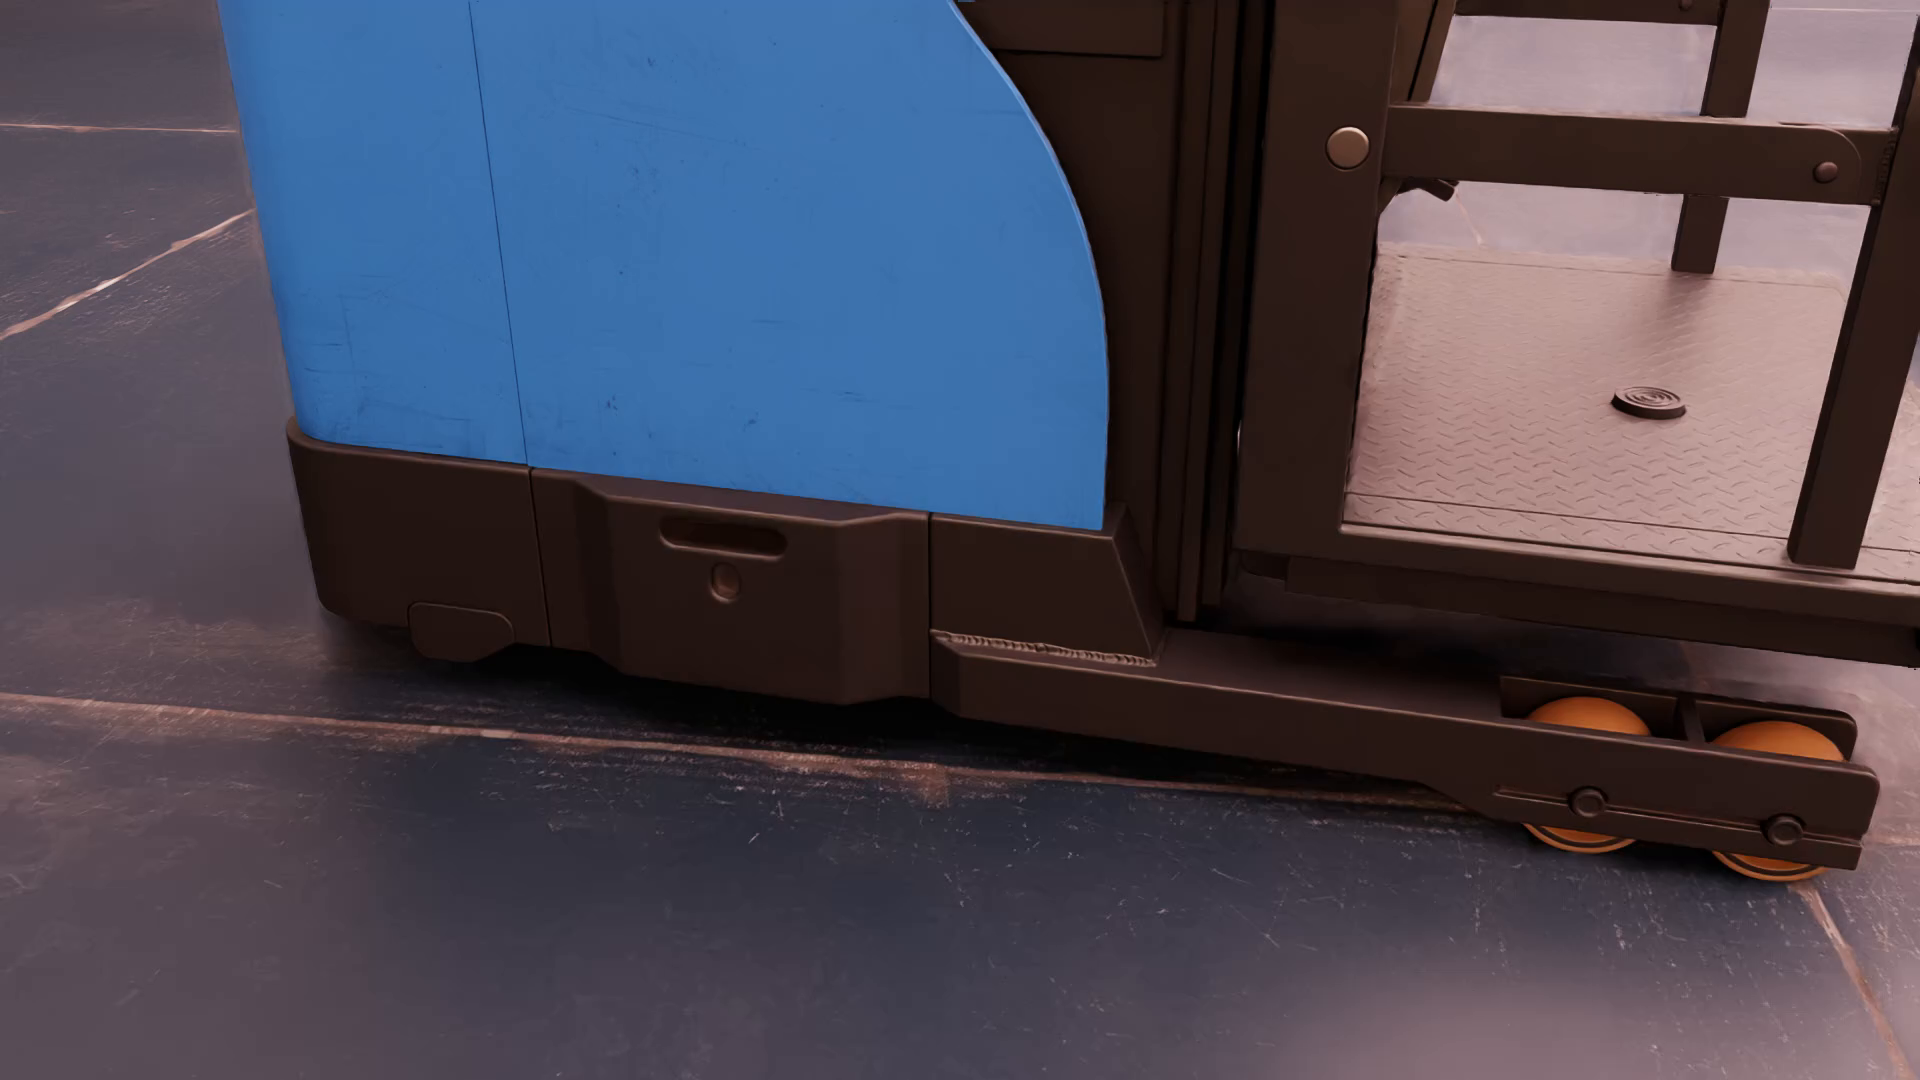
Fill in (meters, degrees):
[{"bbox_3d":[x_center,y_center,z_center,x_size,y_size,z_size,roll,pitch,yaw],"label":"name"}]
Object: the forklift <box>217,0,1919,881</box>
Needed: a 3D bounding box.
[{"bbox_3d":[0.723,-1.212,1.646,3.031,2.935,1.130,7,27,13],"label":"forklift"}]
